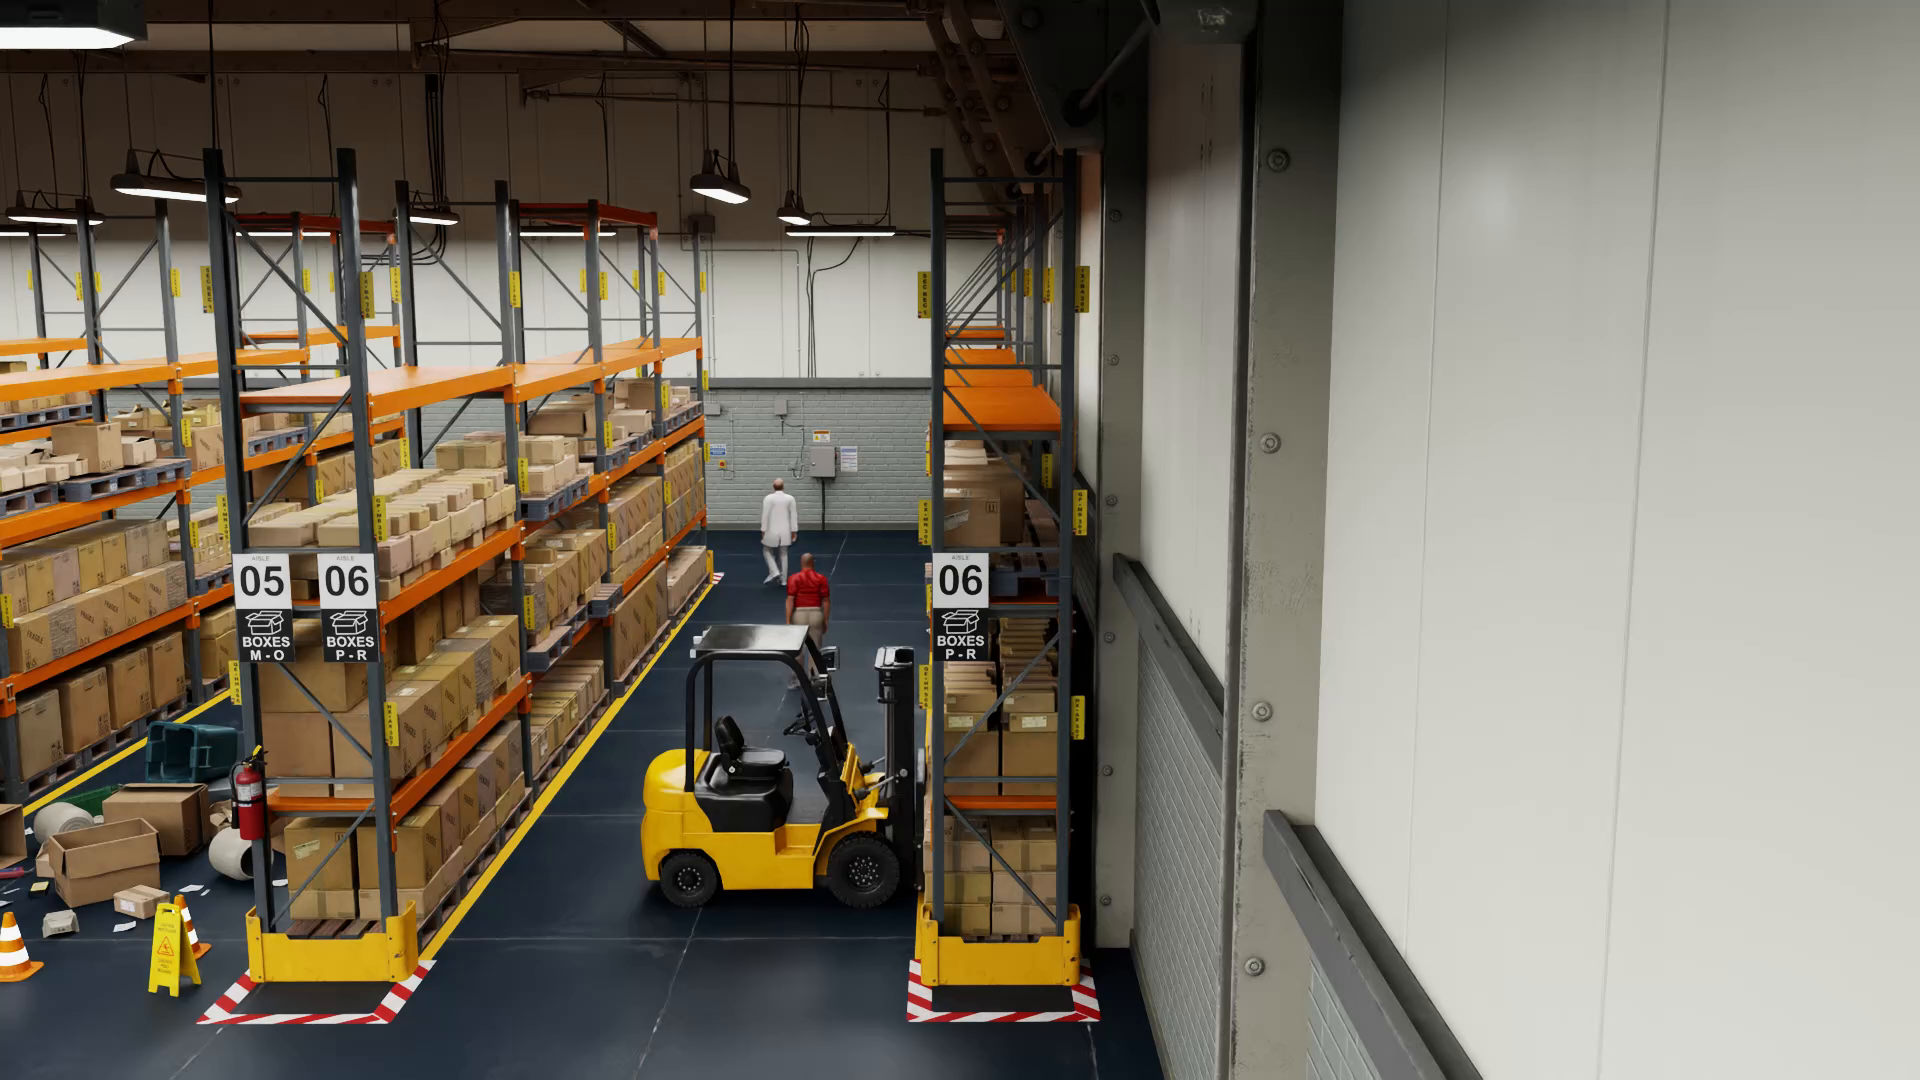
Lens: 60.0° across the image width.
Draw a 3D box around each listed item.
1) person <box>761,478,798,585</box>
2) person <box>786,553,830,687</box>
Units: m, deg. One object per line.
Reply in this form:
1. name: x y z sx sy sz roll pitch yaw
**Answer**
1. person: -3.000 -0.133 27.650 0.619 1.783 0.493 -3 10 -20
2. person: -1.891 1.045 20.717 0.563 1.762 0.688 -2 9 -14
